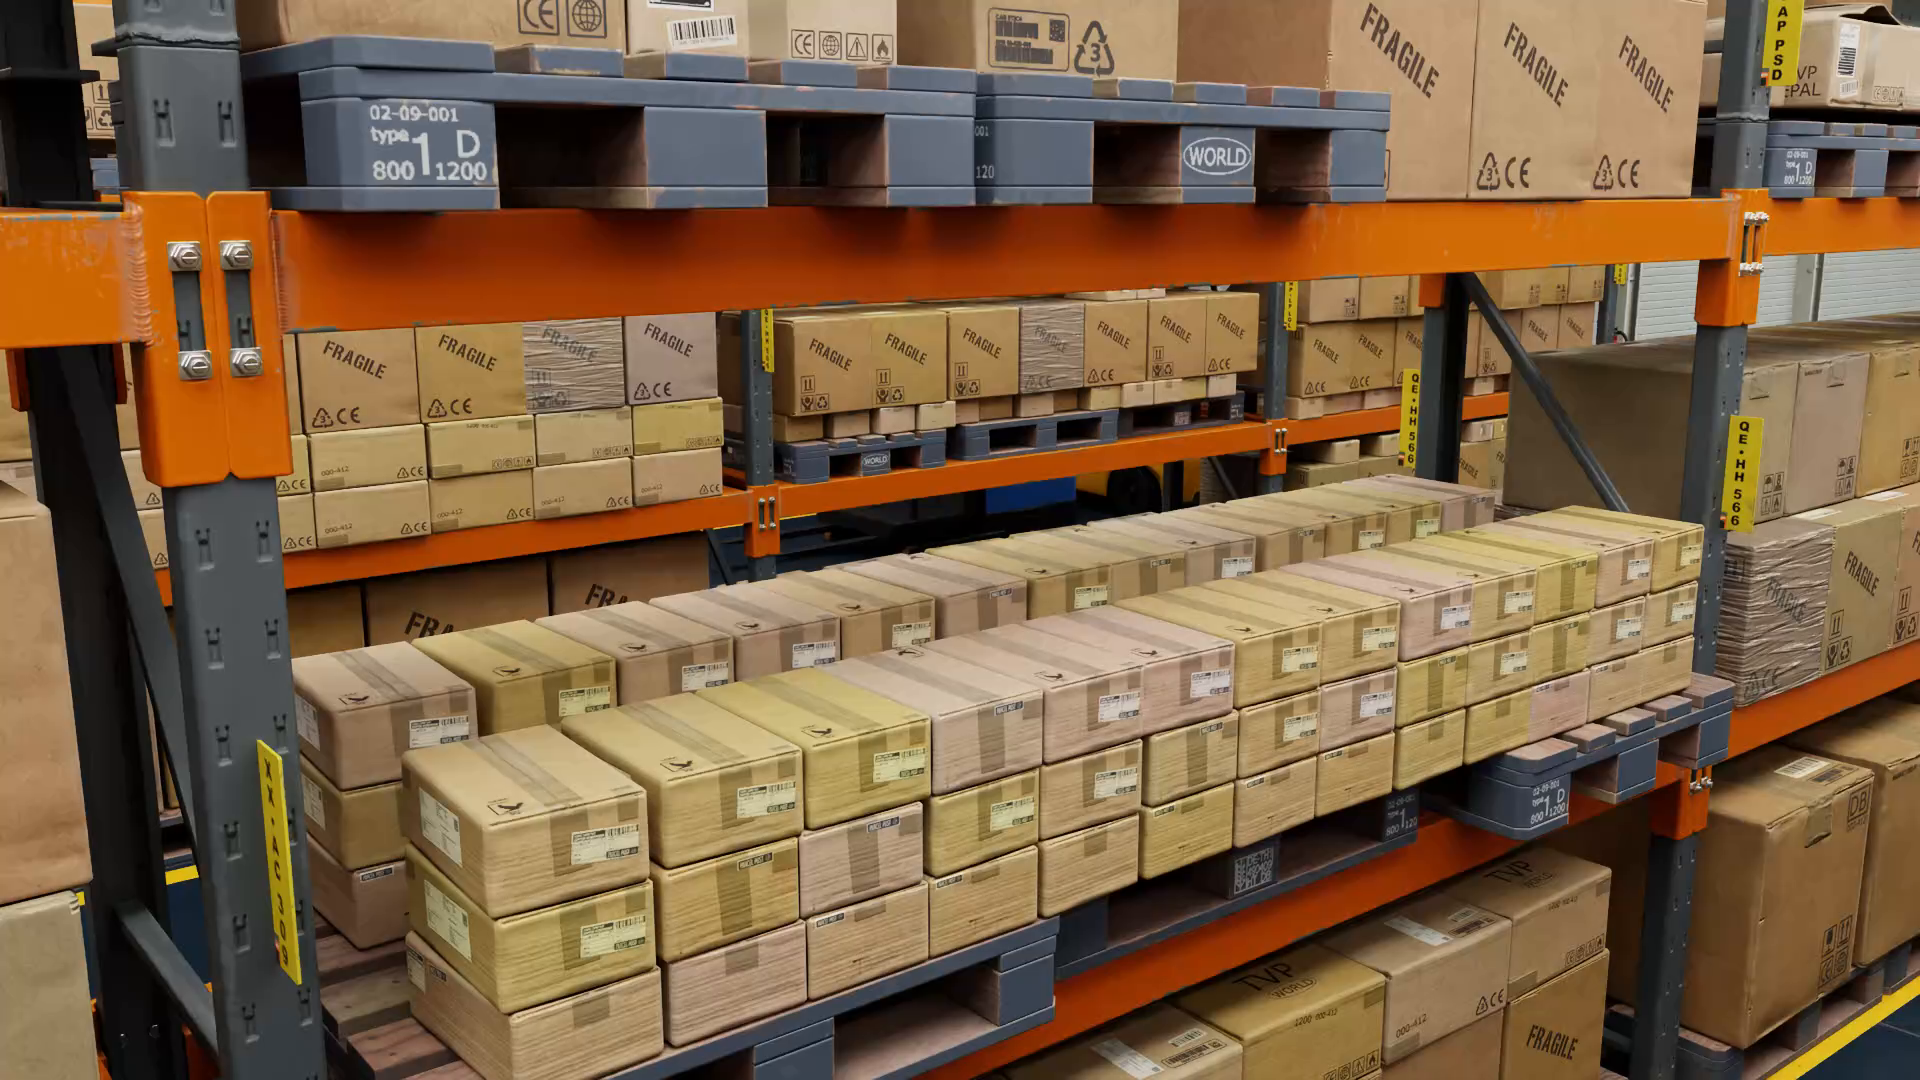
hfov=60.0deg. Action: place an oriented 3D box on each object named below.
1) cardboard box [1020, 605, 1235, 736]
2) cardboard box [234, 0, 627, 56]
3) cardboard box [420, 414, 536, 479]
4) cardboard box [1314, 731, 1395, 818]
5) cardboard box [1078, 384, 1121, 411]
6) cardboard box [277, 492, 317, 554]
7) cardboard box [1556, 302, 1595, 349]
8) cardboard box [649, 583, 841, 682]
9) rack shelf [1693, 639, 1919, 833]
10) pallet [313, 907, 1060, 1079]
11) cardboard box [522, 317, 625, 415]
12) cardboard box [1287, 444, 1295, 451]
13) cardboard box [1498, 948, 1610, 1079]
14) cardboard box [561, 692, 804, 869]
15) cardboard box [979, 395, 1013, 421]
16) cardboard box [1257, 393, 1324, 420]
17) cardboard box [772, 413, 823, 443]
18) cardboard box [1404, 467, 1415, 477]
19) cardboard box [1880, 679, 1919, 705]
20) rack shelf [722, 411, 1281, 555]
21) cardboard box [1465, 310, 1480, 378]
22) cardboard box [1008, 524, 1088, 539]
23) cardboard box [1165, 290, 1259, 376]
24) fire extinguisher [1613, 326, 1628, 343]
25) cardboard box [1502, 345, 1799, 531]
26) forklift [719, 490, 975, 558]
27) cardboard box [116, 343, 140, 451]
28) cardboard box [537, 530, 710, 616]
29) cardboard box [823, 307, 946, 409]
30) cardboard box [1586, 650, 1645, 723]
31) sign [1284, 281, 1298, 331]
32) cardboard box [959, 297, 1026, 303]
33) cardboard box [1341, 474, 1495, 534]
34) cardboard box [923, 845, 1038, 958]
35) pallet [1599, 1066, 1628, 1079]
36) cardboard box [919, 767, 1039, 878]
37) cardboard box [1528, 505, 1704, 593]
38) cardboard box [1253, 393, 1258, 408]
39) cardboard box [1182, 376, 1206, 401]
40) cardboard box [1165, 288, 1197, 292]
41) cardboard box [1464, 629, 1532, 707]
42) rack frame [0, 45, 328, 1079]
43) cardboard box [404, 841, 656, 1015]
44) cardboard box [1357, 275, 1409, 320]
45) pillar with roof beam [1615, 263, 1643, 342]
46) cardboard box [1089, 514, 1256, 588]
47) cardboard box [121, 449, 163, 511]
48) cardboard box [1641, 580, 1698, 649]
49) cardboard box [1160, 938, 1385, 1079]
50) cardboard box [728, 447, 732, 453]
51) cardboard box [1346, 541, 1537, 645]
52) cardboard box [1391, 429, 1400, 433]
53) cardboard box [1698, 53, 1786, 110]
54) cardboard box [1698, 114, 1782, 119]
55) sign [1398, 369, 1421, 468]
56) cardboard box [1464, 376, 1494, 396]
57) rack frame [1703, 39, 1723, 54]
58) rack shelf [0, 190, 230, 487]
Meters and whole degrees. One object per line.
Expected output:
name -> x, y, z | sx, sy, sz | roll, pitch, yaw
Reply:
cardboard box -> 0.332, 0.256, 3.362 | 0.250, 0.149, 0.380 | -9, 15, -36
cardboard box -> -0.907, -0.979, 2.543 | 0.500, 0.500, 0.700 | -9, 15, -38
cardboard box -> -2.324, -0.465, 7.753 | 0.500, 0.250, 0.500 | -10, 16, -39
cardboard box -> 0.749, 0.477, 3.755 | 0.250, 0.149, 0.380 | -9, 15, -36
cardboard box -> 0.769, -0.894, 10.213 | 0.250, 0.149, 0.380 | -9, 15, -38
cardboard box -> -3.121, -0.088, 7.181 | 0.500, 0.250, 0.500 | -10, 15, -38
cardboard box -> 4.676, -1.652, 13.230 | 0.500, 0.500, 0.500 | -10, 15, -39
cardboard box -> -0.463, 0.215, 3.558 | 0.250, 0.149, 0.380 | -9, 15, -38
rack shelf -> 3.413, 0.348, 6.502 | 4.000, 0.370, 1.077 | -9, 15, -38
pallet -> -0.584, 0.793, 3.137 | 1.213, 0.211, 1.003 | -9, 15, -38
cardboard box -> -1.955, -0.895, 7.974 | 0.500, 0.500, 0.500 | -9, 15, -37
cardboard box -> 2.494, -0.467, 12.411 | 0.500, 0.500, 0.500 | -9, 15, -37
cardboard box -> 1.501, 1.400, 4.819 | 0.500, 0.500, 0.500 | -10, 15, -38
cardboard box -> -0.463, 0.387, 2.746 | 0.250, 0.149, 0.380 | -9, 15, -36
cardboard box -> 0.098, -0.808, 9.804 | 0.250, 0.149, 0.380 | -9, 15, -35
cardboard box -> 2.250, -0.919, 11.342 | 0.250, 0.149, 0.380 | -10, 15, -38
cardboard box -> -0.950, -0.629, 8.963 | 0.250, 0.149, 0.380 | -11, 16, -41
cardboard box -> 3.250, -0.452, 12.339 | 0.500, 0.500, 0.500 | -8, 15, -35
cardboard box -> 3.791, 0.851, 6.805 | 0.750, 0.750, 1.050 | -9, 15, -38
rack shelf -> 0.242, -0.442, 10.221 | 4.000, 0.370, 1.077 | -9, 15, -38
cardboard box -> 3.481, -1.461, 12.329 | 0.500, 0.500, 0.500 | -9, 15, -37
cardboard box -> 0.837, 0.189, 10.834 | 0.625, 0.372, 0.950 | -8, 15, -34
cardboard box -> 1.587, -1.356, 10.826 | 0.500, 0.500, 0.500 | -10, 15, -39
fire extinguisher -> 5.305, -1.475, 13.539 | 0.183, 0.674, 0.296 | -9, 15, -38
cardboard box -> 2.209, -0.339, 5.358 | 0.500, 0.500, 0.700 | -10, 15, -38
forklift -> -0.475, -1.350, 12.929 | 3.031, 2.935, 1.121 | -10, 16, -40
cardboard box -> -3.540, -0.634, 6.747 | 0.500, 0.500, 0.500 | -10, 15, -38
cardboard box -> -1.911, 0.376, 8.743 | 0.875, 0.875, 0.875 | -10, 15, -38
cardboard box -> -0.421, -1.024, 9.261 | 0.500, 0.500, 0.500 | -8, 15, -35
cardboard box -> 1.559, 0.343, 4.385 | 0.250, 0.149, 0.380 | -9, 15, -38
sign -> 2.153, -1.530, 10.827 | 0.005, 0.325, 0.100 | -9, 15, -38
cardboard box -> 0.079, -1.244, 10.296 | 0.500, 0.500, 0.500 | -10, 16, -40
cardboard box -> 1.366, -0.089, 4.989 | 0.250, 0.149, 0.380 | -9, 15, -38
cardboard box -> -0.070, 0.614, 3.109 | 0.250, 0.149, 0.380 | -9, 15, -37
pallet -> 1.241, 1.720, 5.018 | 1.213, 0.211, 1.003 | -9, 15, -38
cardboard box -> -0.072, 0.468, 3.079 | 0.250, 0.149, 0.380 | -10, 16, -40
cardboard box -> 1.755, 0.020, 4.476 | 0.250, 0.149, 0.380 | -10, 16, -40
cardboard box -> 2.055, -1.055, 11.982 | 0.250, 0.149, 0.380 | -9, 15, -36
cardboard box -> 1.358, -0.993, 10.678 | 0.250, 0.149, 0.380 | -10, 16, -39
cardboard box -> 1.259, -1.439, 11.216 | 0.500, 0.500, 0.500 | -9, 15, -36
cardboard box -> 1.144, 0.267, 4.027 | 0.250, 0.149, 0.380 | -9, 15, -38
rack frame -> -1.272, 0.774, 2.761 | 0.127, 3.000, 1.000 | -9, 15, -38
cardboard box -> -0.677, 0.570, 2.602 | 0.250, 0.149, 0.380 | -9, 15, -37
cardboard box -> 2.695, -1.822, 11.622 | 0.500, 0.500, 0.700 | -9, 15, -37
pillar with roof beam -> 12.777, -6.226, 21.287 | 0.400, 9.000, 9.100 | -9, 15, -38
cardboard box -> 0.550, 0.046, 4.350 | 0.250, 0.149, 0.380 | -9, 15, -35
cardboard box -> -3.534, -0.270, 6.837 | 0.500, 0.250, 0.500 | -9, 15, -37
cardboard box -> 1.750, 0.165, 4.507 | 0.250, 0.149, 0.380 | -9, 15, -37
cardboard box -> 0.687, 1.168, 4.110 | 0.500, 0.250, 0.500 | -9, 15, -36
cardboard box -> -2.311, -0.733, 14.565 | 0.625, 0.625, 0.875 | -10, 15, -38
cardboard box -> 1.147, 0.121, 3.998 | 0.250, 0.149, 0.380 | -9, 15, -36
cardboard box -> 3.177, -0.740, 12.132 | 0.250, 0.149, 0.380 | -8, 15, -34
cardboard box -> 2.212, -1.361, 4.947 | 0.250, 0.149, 0.380 | -10, 16, -40
cardboard box -> 2.480, -1.607, 5.717 | 0.500, 0.311, 0.500 | -9, 15, -38
sign -> 1.502, -0.401, 5.507 | 0.005, 0.325, 0.100 | -9, 15, -38
cardboard box -> 3.814, -1.189, 12.612 | 0.250, 0.149, 0.380 | -10, 15, -38
rack frame -> 1.854, -2.679, 4.579 | 0.053, 2.616, 0.949 | -9, 15, -38
rack shelf -> -2.833, -0.082, 1.302 | 4.000, 0.370, 1.077 | -9, 15, -38
